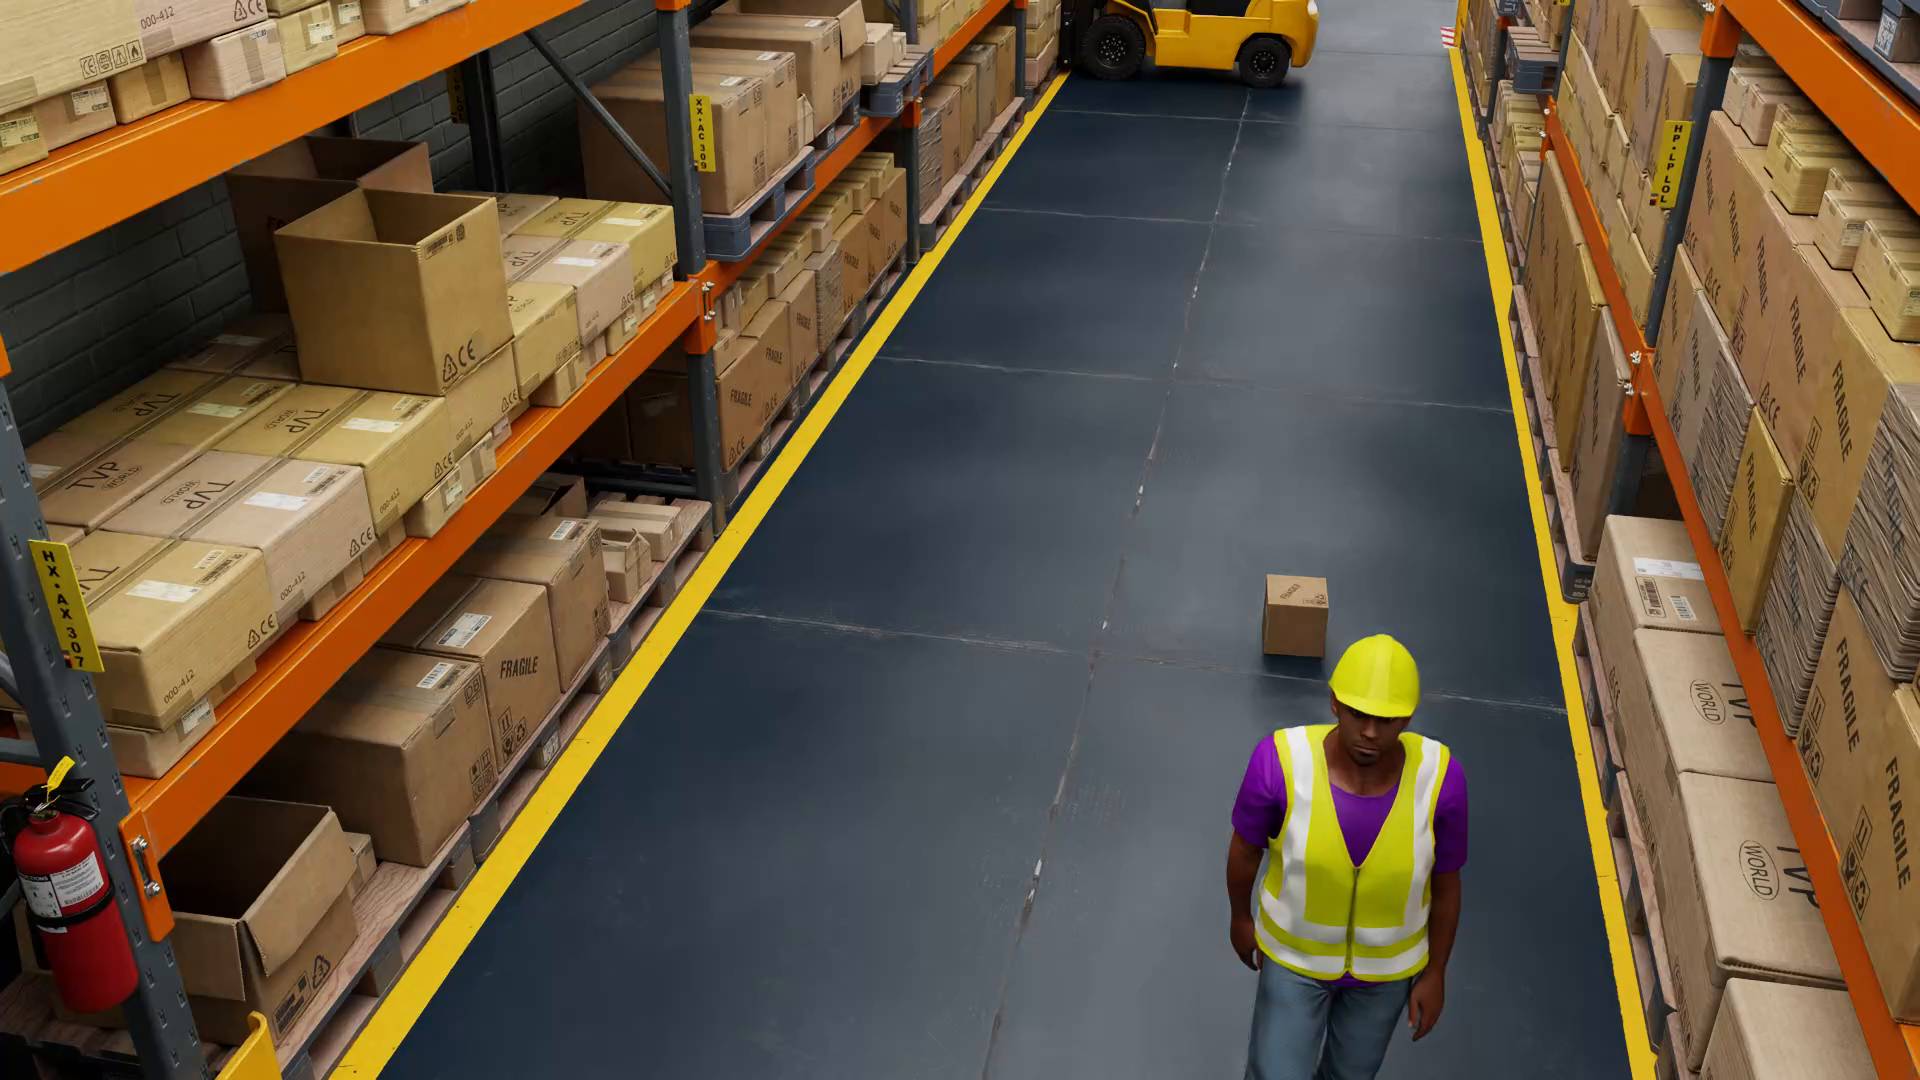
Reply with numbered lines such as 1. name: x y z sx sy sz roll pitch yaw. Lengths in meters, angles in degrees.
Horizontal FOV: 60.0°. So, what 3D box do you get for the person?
1. person: 0.945 1.041 4.154 0.564 1.766 0.472 3 29 5
